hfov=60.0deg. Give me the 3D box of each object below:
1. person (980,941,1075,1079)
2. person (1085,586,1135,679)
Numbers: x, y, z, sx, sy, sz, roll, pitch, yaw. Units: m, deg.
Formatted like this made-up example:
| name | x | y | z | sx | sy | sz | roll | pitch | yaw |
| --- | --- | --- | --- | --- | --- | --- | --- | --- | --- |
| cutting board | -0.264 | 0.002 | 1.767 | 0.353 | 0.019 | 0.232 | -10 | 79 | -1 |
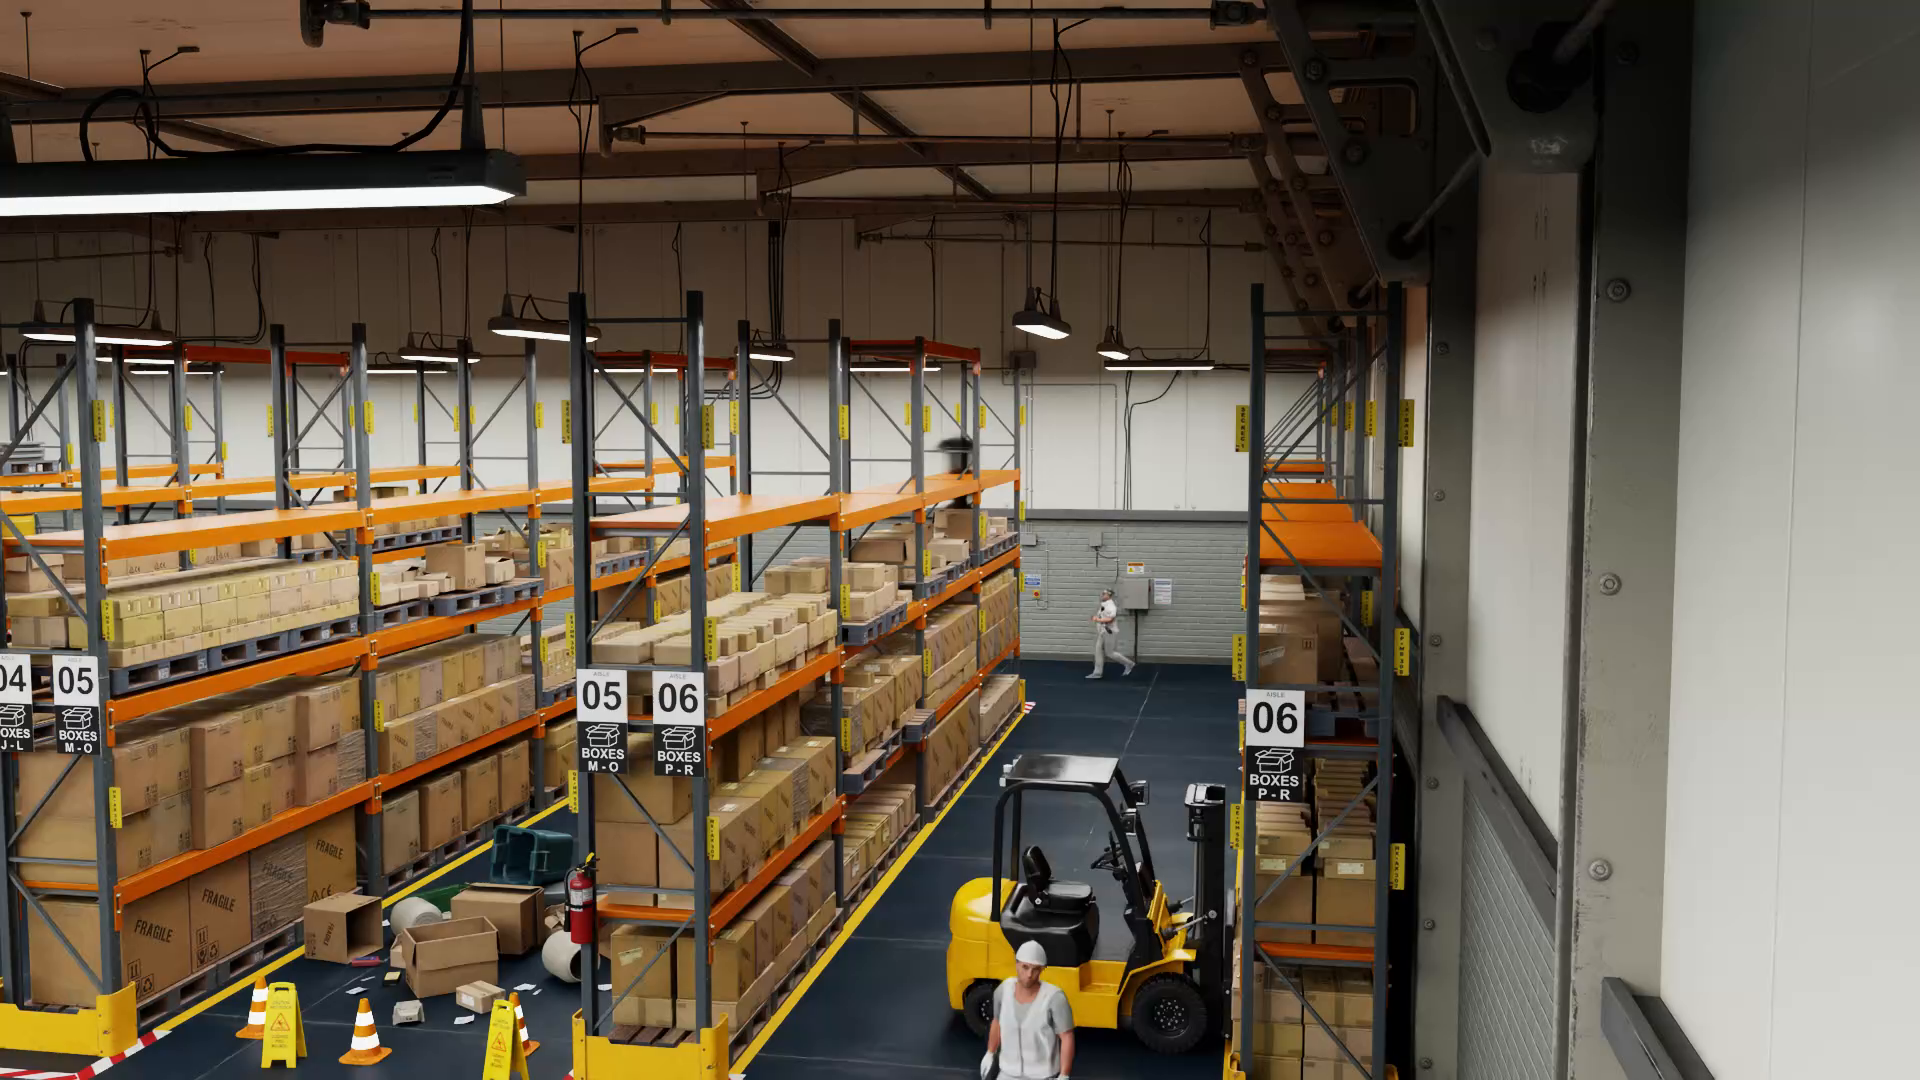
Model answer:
| name | x | y | z | sx | sy | sz | roll | pitch | yaw |
| --- | --- | --- | --- | --- | --- | --- | --- | --- | --- |
| person | 0.445 | 3.417 | 10.770 | 0.702 | 1.758 | 0.697 | 2 | 5 | 19 |
| person | 2.806 | 1.744 | 31.371 | 0.891 | 1.759 | 0.672 | -1 | 5 | -6 |
